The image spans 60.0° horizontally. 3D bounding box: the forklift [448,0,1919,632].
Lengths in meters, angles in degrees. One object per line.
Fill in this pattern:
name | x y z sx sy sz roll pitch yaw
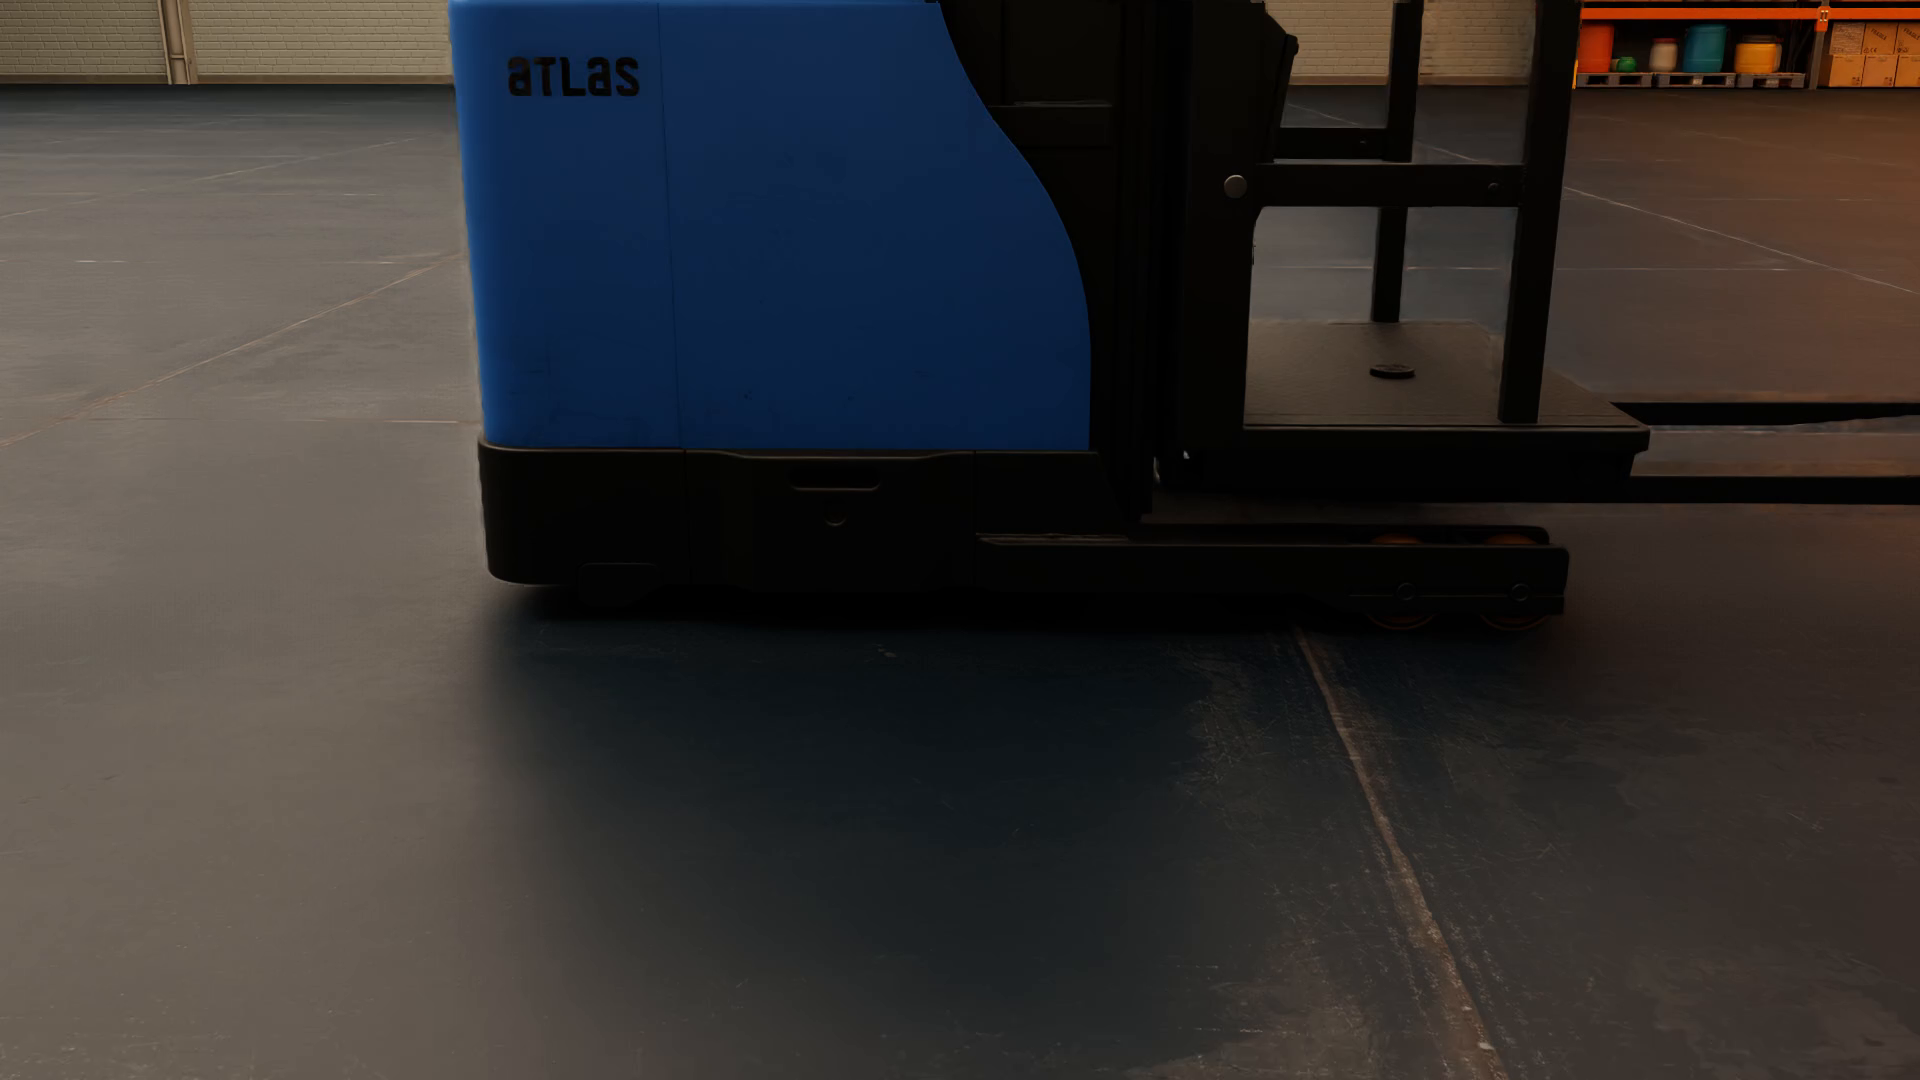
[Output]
forklift | 0.680 -1.402 2.943 3.031 2.935 1.130 0 17 1
